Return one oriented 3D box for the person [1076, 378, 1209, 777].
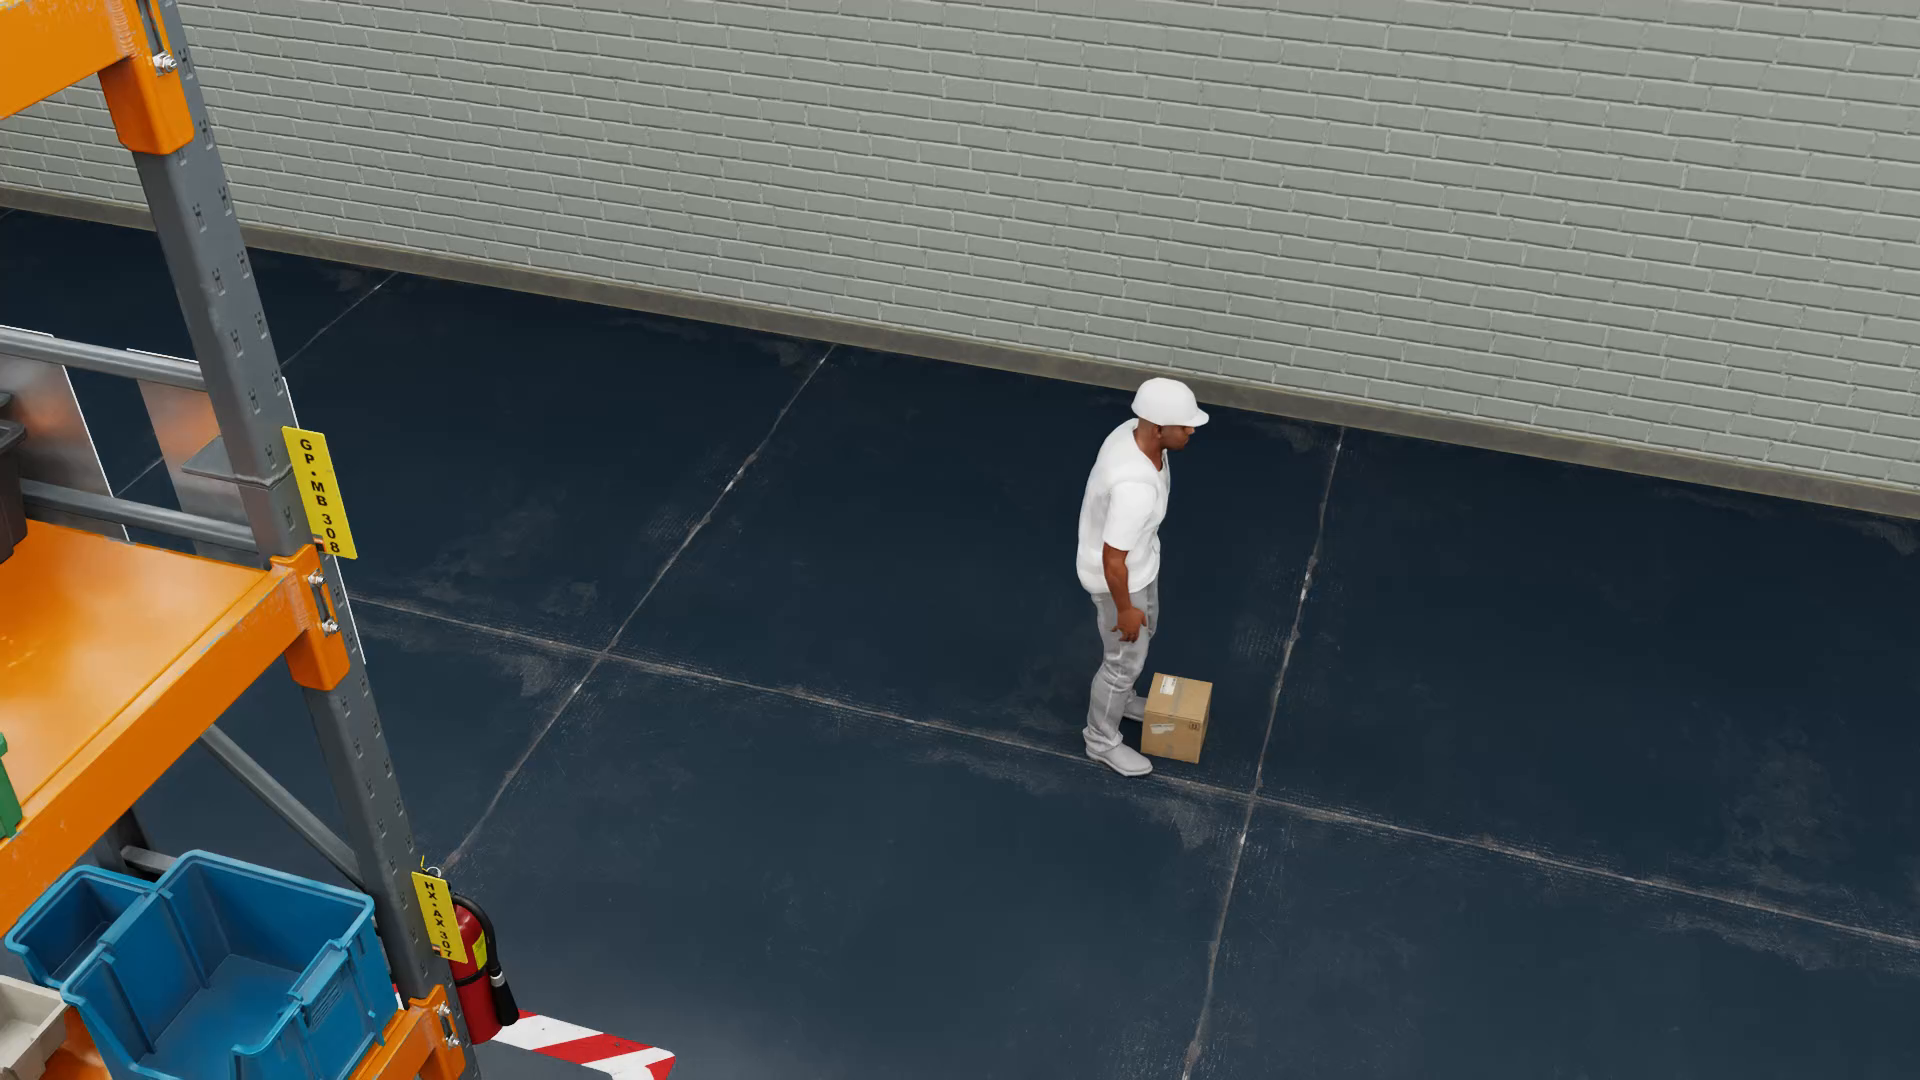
[{"bbox_3d":[0.705,0.118,6.721,0.462,1.759,0.633,8,38,11],"label":"person"}]
